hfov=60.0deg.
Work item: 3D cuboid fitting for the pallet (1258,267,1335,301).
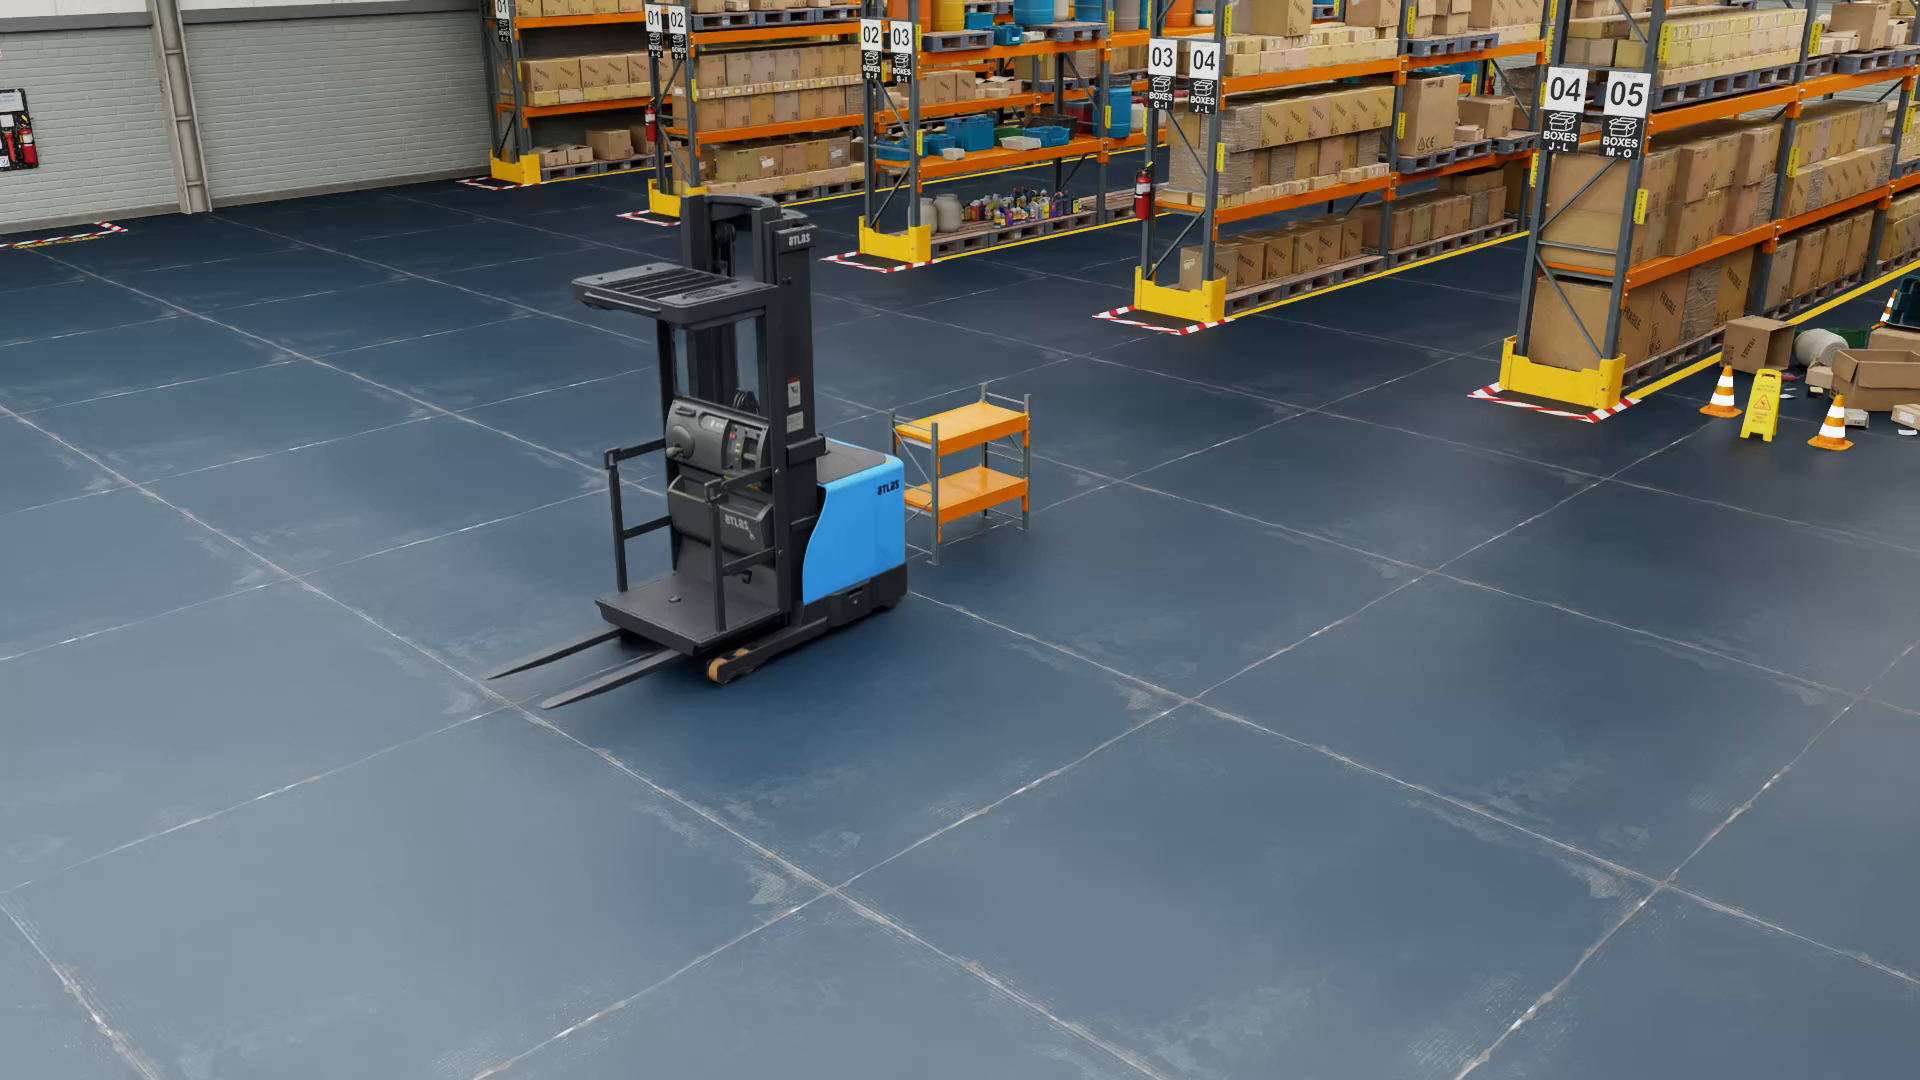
[{"bbox_3d":[4.105,-3.374,21.559,1.003,0.211,1.213,19,28,41],"label":"pallet"}]

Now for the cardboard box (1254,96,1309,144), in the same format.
[{"bbox_3d":[3.889,-5.125,20.280,0.500,0.500,0.500,19,28,41],"label":"cardboard box"}]

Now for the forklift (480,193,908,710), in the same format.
[{"bbox_3d":[-1.721,-0.647,10.671,1.130,2.935,3.031,17,27,38],"label":"forklift"}]

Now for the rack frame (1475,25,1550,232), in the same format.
[{"bbox_3d":[8.189,-6.201,25.026,1.000,3.000,0.127,19,28,41],"label":"rack frame"}]

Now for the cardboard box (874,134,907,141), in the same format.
[{"bbox_3d":[-1.261,-7.138,29.931,0.500,0.311,0.500,-19,28,-41],"label":"cardboard box"}]

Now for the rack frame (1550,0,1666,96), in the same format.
[{"bbox_3d":[6.092,-5.677,15.302,1.000,3.000,0.127,19,28,41],"label":"rack frame"}]

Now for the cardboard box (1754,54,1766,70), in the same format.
[{"bbox_3d":[8.149,-4.996,17.336,0.250,0.149,0.380,-20,28,-41],"label":"cardboard box"}]

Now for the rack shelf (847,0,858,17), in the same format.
[{"bbox_3d":[-3.853,-10.470,32.955,1.077,0.370,4.000,19,28,41],"label":"rack shelf"}]

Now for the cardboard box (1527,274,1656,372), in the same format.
[{"bbox_3d":[6.517,-2.272,17.181,0.875,0.875,0.875,19,28,41],"label":"cardboard box"}]

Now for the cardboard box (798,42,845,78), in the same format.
[{"bbox_3d":[-2.353,-8.059,27.913,0.700,0.500,0.500,19,28,41],"label":"cardboard box"}]

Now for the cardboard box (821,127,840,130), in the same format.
[{"bbox_3d":[-2.922,-8.760,34.556,0.500,0.500,0.700,-20,29,-41],"label":"cardboard box"}]

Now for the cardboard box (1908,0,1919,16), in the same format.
[{"bbox_3d":[12.512,-6.905,21.471,0.396,0.266,0.258,19,28,41],"label":"cardboard box"}]

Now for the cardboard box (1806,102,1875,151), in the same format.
[{"bbox_3d":[11.000,-5.203,20.898,0.700,0.500,0.500,19,28,40],"label":"cardboard box"}]

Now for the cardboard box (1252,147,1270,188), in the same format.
[{"bbox_3d":[3.275,-4.623,20.367,0.875,0.500,0.500,19,28,41],"label":"cardboard box"}]

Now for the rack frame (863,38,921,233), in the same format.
[{"bbox_3d":[-0.940,-5.384,22.901,1.000,3.000,0.127,19,28,41],"label":"rack frame"}]

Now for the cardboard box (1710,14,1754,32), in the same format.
[{"bbox_3d":[7.796,-5.238,16.856,0.380,0.149,0.250,20,29,41],"label":"cardboard box"}]

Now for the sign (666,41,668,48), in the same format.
[{"bbox_3d":[-5.648,-9.570,32.178,0.100,0.325,0.005,19,28,41],"label":"sign"}]

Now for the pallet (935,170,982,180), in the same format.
[{"bbox_3d":[-0.359,-6.865,30.642,1.003,0.211,1.213,19,28,41],"label":"pallet"}]

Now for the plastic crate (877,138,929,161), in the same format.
[{"bbox_3d":[-0.805,-5.518,23.457,0.499,0.251,0.616,19,28,41],"label":"plastic crate"}]

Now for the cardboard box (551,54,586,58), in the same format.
[{"bbox_3d":[-7.146,-8.588,30.373,0.500,0.500,0.500,18,28,39],"label":"cardboard box"}]

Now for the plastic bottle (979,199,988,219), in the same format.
[{"bbox_3d":[0.319,-4.993,25.068,0.152,0.276,0.135,18,28,39],"label":"plastic bottle"}]

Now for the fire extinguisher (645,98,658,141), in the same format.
[{"bbox_3d":[-4.902,-6.674,26.366,0.296,0.674,0.183,19,28,41],"label":"fire extinguisher"}]

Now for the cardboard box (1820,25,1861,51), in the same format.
[{"bbox_3d":[10.339,-5.913,19.559,0.396,0.266,0.258,19,28,41],"label":"cardboard box"}]

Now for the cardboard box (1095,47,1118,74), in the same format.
[{"bbox_3d":[2.696,-9.482,32.839,0.700,0.500,0.500,12,24,27],"label":"cardboard box"}]

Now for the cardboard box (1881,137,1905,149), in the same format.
[{"bbox_3d":[12.153,-5.225,21.837,0.250,0.149,0.380,-19,28,-40],"label":"cardboard box"}]

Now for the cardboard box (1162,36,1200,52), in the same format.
[{"bbox_3d":[2.579,-5.810,19.482,0.380,0.149,0.250,19,28,41],"label":"cardboard box"}]

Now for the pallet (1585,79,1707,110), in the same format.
[{"bbox_3d":[6.602,-4.429,16.359,1.003,0.211,1.213,19,28,41],"label":"pallet"}]

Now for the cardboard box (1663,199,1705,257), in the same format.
[{"bbox_3d":[7.167,-3.313,17.304,0.875,0.550,0.550,19,28,41],"label":"cardboard box"}]

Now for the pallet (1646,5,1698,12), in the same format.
[{"bbox_3d":[11.558,-8.795,27.719,1.003,0.211,1.213,19,28,41],"label":"pallet"}]

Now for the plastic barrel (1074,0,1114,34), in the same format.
[{"bbox_3d":[2.049,-8.231,25.429,0.600,0.901,0.708,19,28,41],"label":"plastic barrel"}]

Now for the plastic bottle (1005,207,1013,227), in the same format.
[{"bbox_3d":[0.719,-4.763,24.458,0.133,0.283,0.061,-20,28,-41],"label":"plastic bottle"}]

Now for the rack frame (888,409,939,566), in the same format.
[{"bbox_3d":[-0.350,-0.396,12.537,0.500,1.125,0.032,19,28,41],"label":"rack frame"}]

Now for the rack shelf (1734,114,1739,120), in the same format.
[{"bbox_3d":[12.375,-7.407,29.168,1.077,0.370,4.000,19,28,41],"label":"rack shelf"}]

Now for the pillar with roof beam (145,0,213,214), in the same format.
[{"bbox_3d":[-9.271,-8.440,22.491,9.100,9.000,0.400,19,28,41],"label":"pillar with roof beam"}]

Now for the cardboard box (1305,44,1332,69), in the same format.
[{"bbox_3d":[4.193,-5.929,20.347,0.500,0.250,0.500,-19,28,-40],"label":"cardboard box"}]

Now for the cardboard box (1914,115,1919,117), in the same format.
[{"bbox_3d":[13.050,-5.698,22.654,0.250,0.149,0.380,-19,28,-40],"label":"cardboard box"}]

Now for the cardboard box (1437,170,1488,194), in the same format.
[{"bbox_3d":[7.381,-5.271,24.432,0.500,0.250,0.500,-16,26,-36],"label":"cardboard box"}]

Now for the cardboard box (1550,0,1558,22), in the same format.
[{"bbox_3d":[8.563,-8.020,24.849,0.637,0.503,0.797,-18,27,-39],"label":"cardboard box"}]

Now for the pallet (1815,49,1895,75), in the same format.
[{"bbox_3d":[10.483,-5.778,20.009,1.213,0.211,1.003,-19,28,-40],"label":"pallet"}]

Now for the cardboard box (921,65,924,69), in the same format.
[{"bbox_3d":[-1.000,-10.236,35.846,0.380,0.149,0.250,19,28,41],"label":"cardboard box"}]

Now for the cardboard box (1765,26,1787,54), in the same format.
[{"bbox_3d":[8.370,-5.296,17.561,0.500,0.250,0.500,19,28,40],"label":"cardboard box"}]

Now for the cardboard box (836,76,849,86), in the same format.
[{"bbox_3d":[-2.087,-7.748,28.007,0.380,0.149,0.250,18,28,39],"label":"cardboard box"}]

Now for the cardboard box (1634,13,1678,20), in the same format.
[{"bbox_3d":[7.148,-5.338,17.115,0.380,0.149,0.250,20,28,41],"label":"cardboard box"}]

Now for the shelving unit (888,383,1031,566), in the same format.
[{"bbox_3d":[0.005,-0.527,12.877,0.538,1.125,1.048,19,28,41],"label":"shelving unit"}]

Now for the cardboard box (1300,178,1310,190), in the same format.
[{"bbox_3d":[4.173,-4.499,20.950,0.380,0.149,0.250,19,28,41],"label":"cardboard box"}]

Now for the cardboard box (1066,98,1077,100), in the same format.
[{"bbox_3d":[2.358,-10.672,39.558,0.700,0.500,0.500,19,28,40],"label":"cardboard box"}]

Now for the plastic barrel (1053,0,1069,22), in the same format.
[{"bbox_3d":[1.409,-7.999,24.782,0.421,0.512,0.421,0,21,0],"label":"plastic barrel"}]

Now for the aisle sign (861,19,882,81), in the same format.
[{"bbox_3d":[-1.203,-6.653,22.580,0.394,0.787,0.004,19,28,41],"label":"aisle sign"}]

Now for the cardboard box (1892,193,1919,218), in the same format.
[{"bbox_3d":[12.681,-4.560,22.610,0.500,0.250,0.500,19,28,40],"label":"cardboard box"}]

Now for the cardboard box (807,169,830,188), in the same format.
[{"bbox_3d":[-2.557,-6.133,28.097,0.500,0.250,0.500,19,28,41],"label":"cardboard box"}]

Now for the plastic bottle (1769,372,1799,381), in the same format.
[{"bbox_3d":[8.646,-1.714,17.450,0.283,0.061,0.133,9,23,23],"label":"plastic bottle"}]

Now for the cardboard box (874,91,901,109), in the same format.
[{"bbox_3d":[-1.384,-7.720,29.188,0.500,0.250,0.500,-18,27,-39],"label":"cardboard box"}]

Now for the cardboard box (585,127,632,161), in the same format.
[{"bbox_3d":[-6.546,-7.380,30.965,0.700,0.500,0.500,17,27,37],"label":"cardboard box"}]

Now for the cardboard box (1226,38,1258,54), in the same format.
[{"bbox_3d":[3.216,-5.716,19.237,0.250,0.149,0.380,-19,28,-41],"label":"cardboard box"}]

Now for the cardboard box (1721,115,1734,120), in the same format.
[{"bbox_3d":[13.381,-7.277,30.202,0.875,0.875,0.875,19,28,41],"label":"cardboard box"}]

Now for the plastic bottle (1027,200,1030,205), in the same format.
[{"bbox_3d":[1.055,-4.965,24.984,0.061,0.283,0.133,19,28,41],"label":"plastic bottle"}]

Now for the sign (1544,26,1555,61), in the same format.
[{"bbox_3d":[5.713,-4.793,16.058,0.100,0.325,0.005,19,28,41],"label":"sign"}]

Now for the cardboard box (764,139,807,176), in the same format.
[{"bbox_3d":[-2.905,-6.354,27.627,0.500,0.500,0.500,19,28,41],"label":"cardboard box"}]
